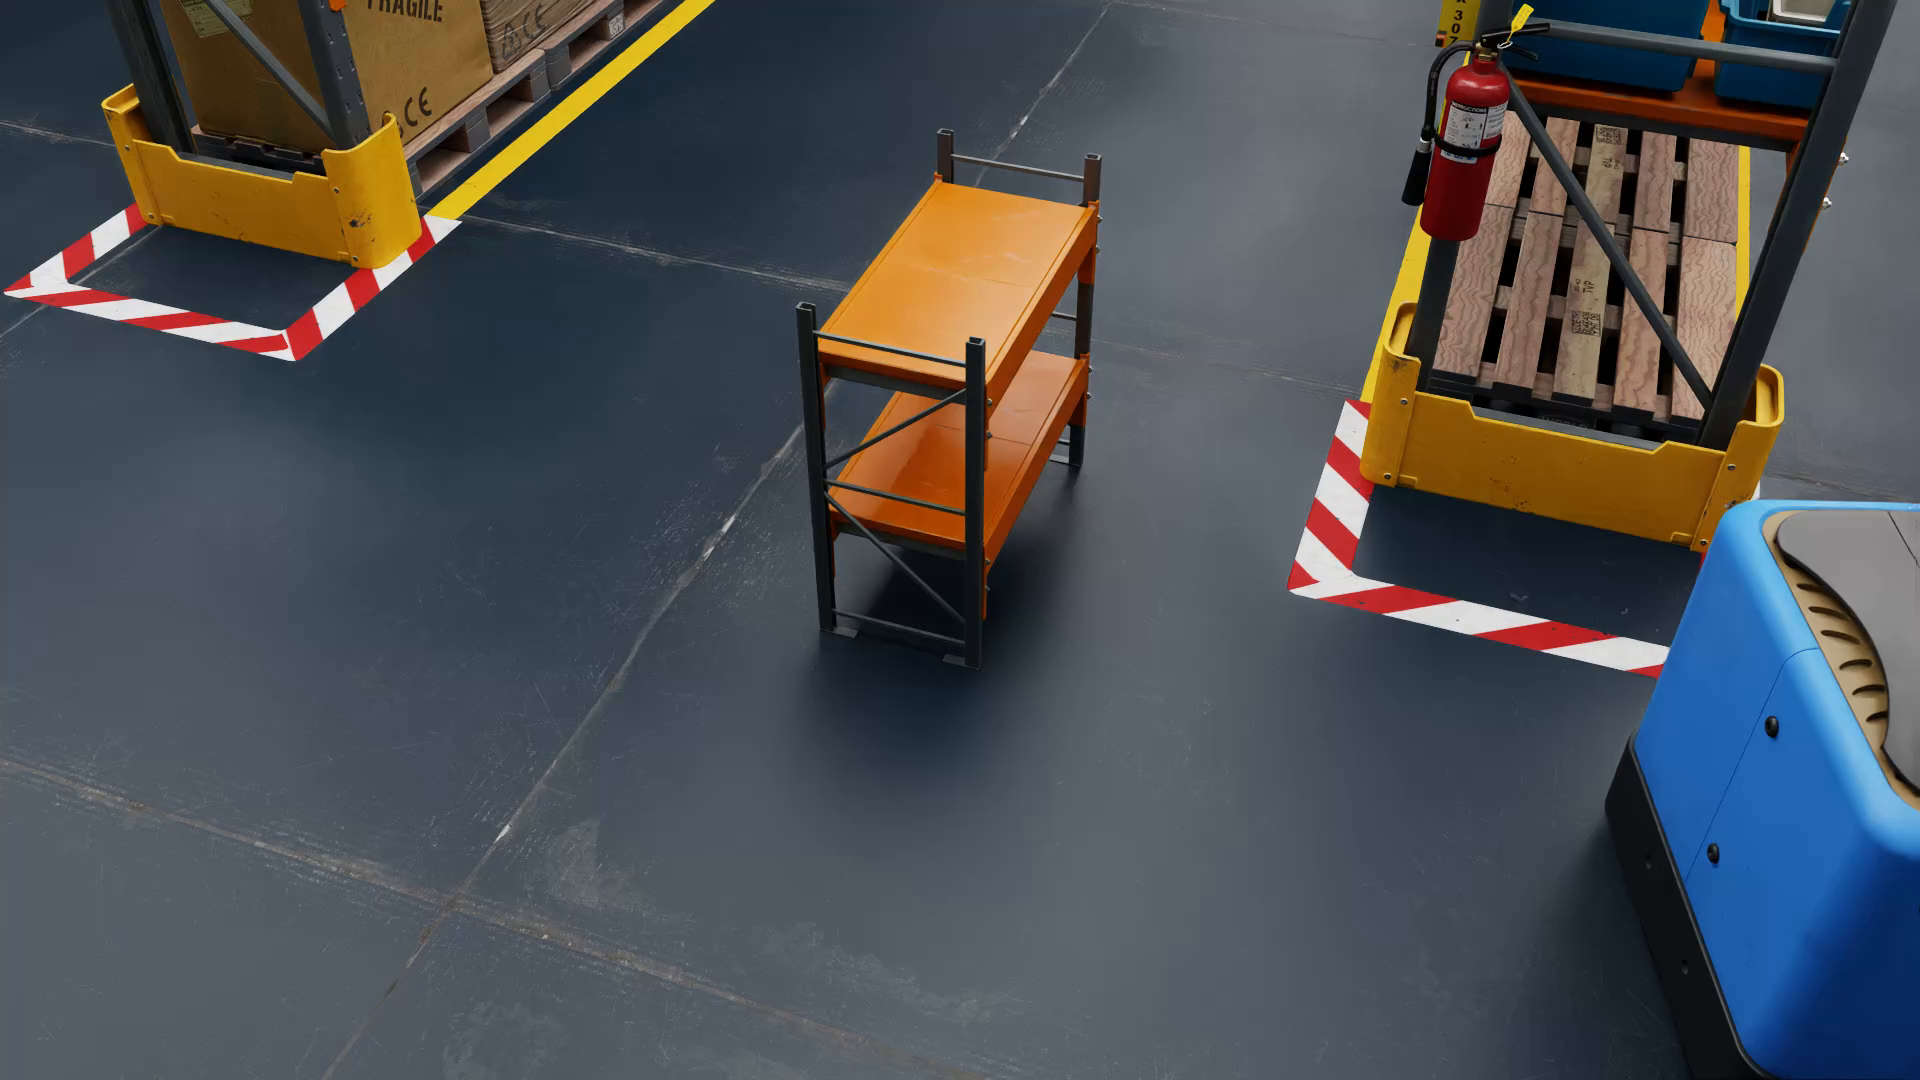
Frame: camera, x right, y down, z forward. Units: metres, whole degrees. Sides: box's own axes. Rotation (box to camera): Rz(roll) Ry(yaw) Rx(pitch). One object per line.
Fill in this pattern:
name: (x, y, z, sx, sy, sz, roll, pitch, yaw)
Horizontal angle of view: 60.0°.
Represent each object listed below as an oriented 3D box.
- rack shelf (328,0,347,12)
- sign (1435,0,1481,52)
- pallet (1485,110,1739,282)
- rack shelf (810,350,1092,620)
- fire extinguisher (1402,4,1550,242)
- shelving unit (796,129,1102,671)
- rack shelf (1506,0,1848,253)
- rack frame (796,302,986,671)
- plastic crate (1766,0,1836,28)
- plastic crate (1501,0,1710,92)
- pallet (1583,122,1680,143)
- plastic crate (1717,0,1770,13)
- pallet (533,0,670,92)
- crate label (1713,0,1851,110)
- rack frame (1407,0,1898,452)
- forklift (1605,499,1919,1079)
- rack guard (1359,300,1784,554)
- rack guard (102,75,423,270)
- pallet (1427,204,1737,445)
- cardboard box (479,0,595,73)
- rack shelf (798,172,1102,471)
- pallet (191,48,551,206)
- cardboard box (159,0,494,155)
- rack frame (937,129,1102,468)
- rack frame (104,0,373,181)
rack shelf: (-2.060, -3.379, 7.454, 1.077, 0.370, 4.000, 13, 42, 15)
sign: (1.388, -1.508, 4.580, 0.100, 0.325, 0.005, 13, 42, 15)
pallet: (2.648, -1.509, 6.856, 1.003, 0.211, 1.213, 13, 42, 15)
rack shelf: (-0.002, -0.238, 5.039, 0.538, 0.278, 1.000, 13, 42, 15)
fire extinguisher: (1.432, -1.171, 4.658, 0.296, 0.674, 0.183, 13, 42, 15)
shelving unit: (-0.002, -0.424, 4.880, 0.538, 1.125, 1.048, 13, 42, 15)
rack shelf: (2.595, -2.280, 6.165, 1.077, 0.370, 4.000, 13, 42, 15)
rack frame: (-0.176, -0.114, 4.517, 0.500, 1.125, 0.032, 13, 42, 15)
plastic crate: (2.492, -1.511, 4.867, 0.250, 0.136, 0.298, 13, 42, 15)
plastic crate: (1.850, -1.615, 4.759, 0.616, 0.435, 0.499, 13, 42, 15)
pallet: (3.063, -2.255, 7.731, 1.003, 0.211, 1.213, 13, 42, 15)
plastic crate: (2.530, -1.772, 5.098, 0.416, 0.233, 0.300, 13, 42, 15)
pallet: (-2.125, -2.619, 8.157, 1.003, 0.211, 1.213, 13, 42, 15)
crate label: (2.304, -1.370, 4.628, 0.416, 0.233, 0.303, 13, 42, 15)
rack frame: (1.911, -1.334, 4.502, 1.000, 3.000, 0.127, 13, 42, 15)
forklift: (3.172, -0.044, 3.044, 3.031, 2.935, 1.130, 1, 40, 2)
rack guard: (1.915, -0.365, 5.293, 1.175, 0.500, 0.348, 13, 42, 15)
rack guard: (-2.752, -1.467, 6.585, 1.175, 0.500, 0.348, 13, 42, 15)
pallet: (2.229, -0.767, 5.986, 1.003, 0.211, 1.213, 13, 42, 15)
cardboard box: (-2.289, -2.747, 7.473, 0.875, 0.875, 0.875, 13, 42, 15)
rack shelf: (-0.002, -0.646, 4.690, 0.538, 0.278, 1.000, 13, 42, 15)
pallet: (-2.544, -1.877, 7.287, 1.003, 0.211, 1.213, 13, 42, 15)
cardboard box: (-2.600, -2.192, 6.822, 0.875, 0.875, 0.875, 13, 42, 15)
rack frame: (0.172, -0.734, 5.243, 0.500, 1.125, 0.032, 13, 42, 15)
rack frame: (-2.744, -2.433, 5.790, 1.000, 3.000, 0.127, 13, 42, 15)
